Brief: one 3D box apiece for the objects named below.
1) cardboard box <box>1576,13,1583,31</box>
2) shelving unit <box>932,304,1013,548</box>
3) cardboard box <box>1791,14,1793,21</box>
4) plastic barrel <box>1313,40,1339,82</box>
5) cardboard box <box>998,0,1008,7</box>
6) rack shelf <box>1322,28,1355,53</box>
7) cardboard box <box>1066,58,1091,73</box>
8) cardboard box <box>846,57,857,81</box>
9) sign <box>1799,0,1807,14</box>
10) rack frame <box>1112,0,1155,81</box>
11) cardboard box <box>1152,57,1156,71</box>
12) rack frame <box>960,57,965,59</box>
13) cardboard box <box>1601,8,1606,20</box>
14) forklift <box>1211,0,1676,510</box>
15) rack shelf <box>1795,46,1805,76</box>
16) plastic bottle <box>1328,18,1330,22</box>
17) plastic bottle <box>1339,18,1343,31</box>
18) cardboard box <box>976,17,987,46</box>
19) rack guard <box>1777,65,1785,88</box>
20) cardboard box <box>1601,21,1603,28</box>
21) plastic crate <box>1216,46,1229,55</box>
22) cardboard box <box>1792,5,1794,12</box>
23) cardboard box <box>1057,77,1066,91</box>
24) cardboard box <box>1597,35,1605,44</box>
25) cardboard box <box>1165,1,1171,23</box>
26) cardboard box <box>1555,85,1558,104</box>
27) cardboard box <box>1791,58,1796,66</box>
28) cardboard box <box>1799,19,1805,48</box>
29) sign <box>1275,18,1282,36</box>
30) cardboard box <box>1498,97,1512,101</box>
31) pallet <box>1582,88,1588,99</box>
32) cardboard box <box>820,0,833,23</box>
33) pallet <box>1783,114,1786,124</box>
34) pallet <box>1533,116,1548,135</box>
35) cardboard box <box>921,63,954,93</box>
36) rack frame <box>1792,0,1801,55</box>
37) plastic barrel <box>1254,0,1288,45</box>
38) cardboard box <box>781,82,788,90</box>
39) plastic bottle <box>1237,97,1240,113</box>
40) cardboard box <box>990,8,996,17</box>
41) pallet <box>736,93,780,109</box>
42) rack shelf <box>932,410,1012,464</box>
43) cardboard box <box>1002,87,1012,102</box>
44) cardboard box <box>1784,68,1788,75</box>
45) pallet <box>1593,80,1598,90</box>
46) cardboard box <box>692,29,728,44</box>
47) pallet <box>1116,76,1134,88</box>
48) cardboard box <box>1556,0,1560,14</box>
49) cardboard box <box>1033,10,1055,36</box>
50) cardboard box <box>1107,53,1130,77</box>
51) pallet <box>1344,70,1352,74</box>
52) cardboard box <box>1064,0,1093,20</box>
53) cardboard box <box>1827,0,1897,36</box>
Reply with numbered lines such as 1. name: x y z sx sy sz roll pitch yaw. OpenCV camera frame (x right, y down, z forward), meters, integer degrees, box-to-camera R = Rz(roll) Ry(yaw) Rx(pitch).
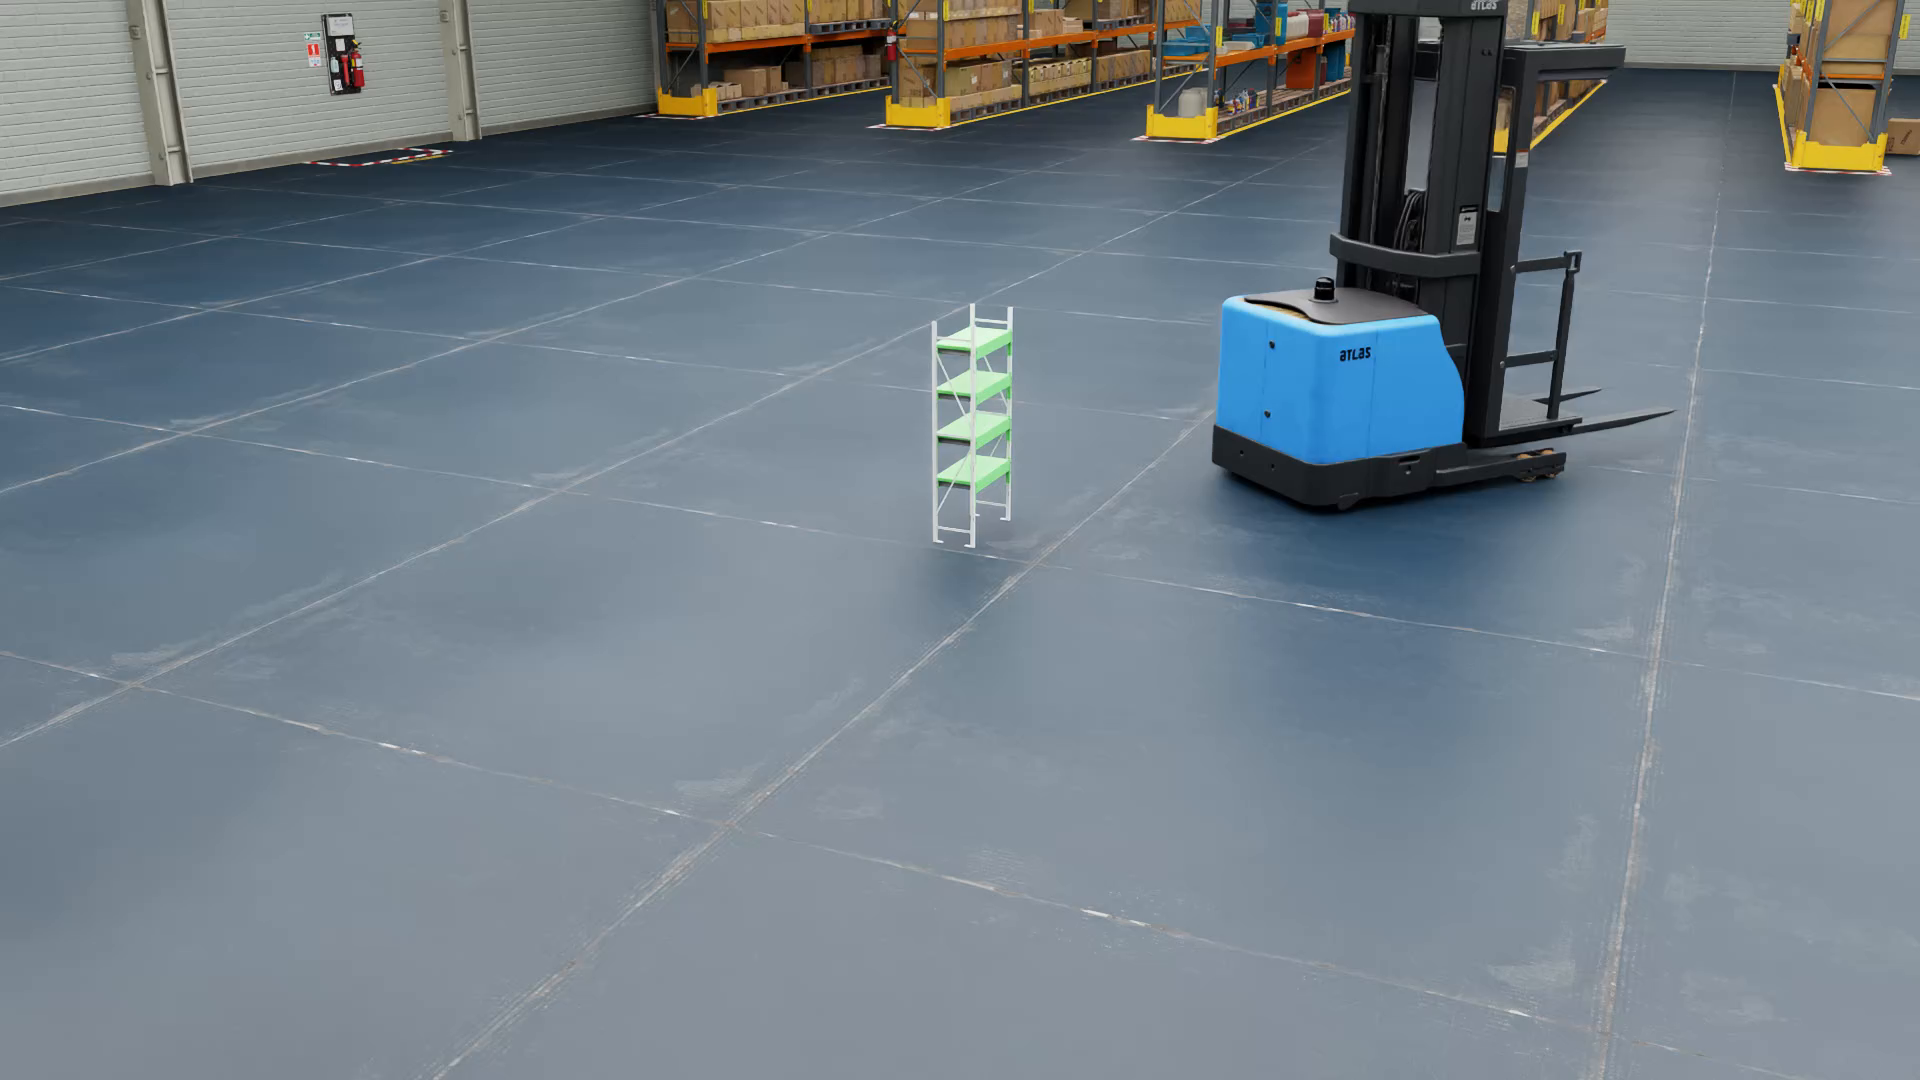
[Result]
1. cardboard box: 12.009 -10.163 32.920 0.500 0.500 0.500 9 22 24
2. shelving unit: 0.068 -0.616 8.910 0.258 1.200 0.503 9 21 23
3. cardboard box: 16.464 -10.200 32.477 0.380 0.149 0.250 8 21 22
4. plastic barrel: 8.153 -10.736 37.185 0.600 0.901 0.708 9 21 23
5. cardboard box: 0.506 -10.509 31.958 0.700 0.500 0.500 8 21 23
6. rack shelf: 7.862 -10.957 36.374 1.077 0.370 4.000 9 21 23
7. cardboard box: 2.536 -10.338 36.200 0.500 0.311 0.500 9 22 24
8. cardboard box: -2.737 -10.549 37.227 0.700 0.500 0.500 8 21 22
9. sign: 15.547 -9.873 30.644 0.100 0.325 0.005 9 21 23
10. rack frame: 4.164 -12.588 39.887 1.000 3.000 0.127 9 21 23
11. cardboard box: 4.533 -11.627 40.542 0.500 0.311 0.500 9 21 23
12. rack frame: -0.357 -13.266 41.795 1.000 3.000 0.127 9 21 23
13. cardboard box: 14.673 -12.180 38.521 0.500 0.250 0.500 8 21 22
14. forklift: 3.080 -1.875 9.866 3.031 2.935 1.130 -10 22 -25
15. rack shelf: 15.227 -8.343 29.025 1.077 0.370 4.000 9 21 23
16. plastic bottle: 7.958 -11.201 36.061 0.144 0.351 0.185 9 21 23
17. plastic bottle: 8.309 -11.306 36.468 0.152 0.276 0.135 9 21 23
18. cardboard box: 0.084 -9.581 31.284 0.700 0.500 0.500 9 22 24
19. rack guard: 19.290 -10.538 37.853 1.175 0.500 0.348 9 21 23
20. cardboard box: 14.470 -11.786 38.008 0.380 0.149 0.250 9 21 23
21. plastic crate: 4.427 -8.344 28.347 0.298 0.136 0.250 9 21 23
22. cardboard box: 16.678 -10.500 32.877 0.380 0.149 0.250 8 21 22
23. cardboard box: 1.908 -9.604 34.974 0.500 0.250 0.500 9 21 24
24. cardboard box: 14.649 -11.440 39.205 0.875 0.875 0.875 9 21 23
25. cardboard box: 4.828 -12.910 40.645 0.500 0.500 0.500 9 21 24
26. cardboard box: 11.090 -8.655 31.904 0.700 0.500 0.500 7 21 18
27. cardboard box: 16.711 -9.381 32.856 0.500 0.250 0.500 9 22 25
28. cardboard box: 15.410 -9.084 29.887 0.500 0.500 0.500 8 21 22
29. sign: 5.903 -9.513 30.828 0.100 0.325 0.005 9 21 23
30. cardboard box: 8.771 -6.955 27.153 0.500 0.500 0.500 15 25 37
31. pallet: 12.953 -9.667 35.837 1.003 0.211 1.213 9 21 23
32. cardboard box: -3.158 -11.396 35.730 0.700 0.500 0.500 11 22 28
33. pallet: 15.654 -7.749 30.442 1.003 0.211 1.213 9 21 23
34. pallet: 9.681 -7.258 29.062 1.003 0.211 1.213 9 21 23
35. cardboard box: -0.406 -8.688 31.278 0.500 0.500 0.500 9 21 23
36. rack frame: 17.684 -10.516 34.062 1.000 3.000 0.127 9 21 23
37. plastic barrel: 5.840 -9.774 31.228 0.600 0.901 0.708 9 21 23
38. cardboard box: -3.825 -9.525 34.848 0.380 0.166 0.250 6 20 16
39. plastic bottle: 4.975 -7.807 29.860 0.097 0.271 0.097 0 20 0
40. cardboard box: 0.451 -9.994 31.478 0.380 0.149 0.250 9 22 24
41. pallet: -4.374 -8.922 33.743 1.003 0.211 1.213 9 21 23
42. rack shelf: 0.068 -0.556 8.931 0.258 0.148 0.480 9 21 23
43. cardboard box: 0.684 -8.721 32.492 0.500 0.250 0.500 9 21 23
44. cardboard box: 18.486 -10.382 36.869 0.380 0.149 0.250 9 22 24
45. pallet: 14.081 -10.509 38.205 1.003 0.211 1.213 9 21 23
46. cardboard box: -4.781 -9.642 31.799 0.500 0.250 0.500 8 21 21
47. pallet: 3.367 -10.646 38.588 1.003 0.211 1.213 9 21 23
48. cardboard box: 9.991 -9.265 28.458 0.500 0.500 0.500 9 21 23
49. cardboard box: 1.638 -10.736 34.531 0.500 0.500 0.500 9 21 23
50. cardboard box: 3.601 -10.968 38.407 0.500 0.500 0.500 8 21 21
51. pallet: 9.445 -11.198 40.140 1.003 0.211 1.213 9 21 23
52. cardboard box: 2.681 -11.818 36.947 0.700 0.500 0.500 2 20 4
53. cardboard box: 12.957 -7.535 23.845 0.875 0.550 0.550 9 21 23
